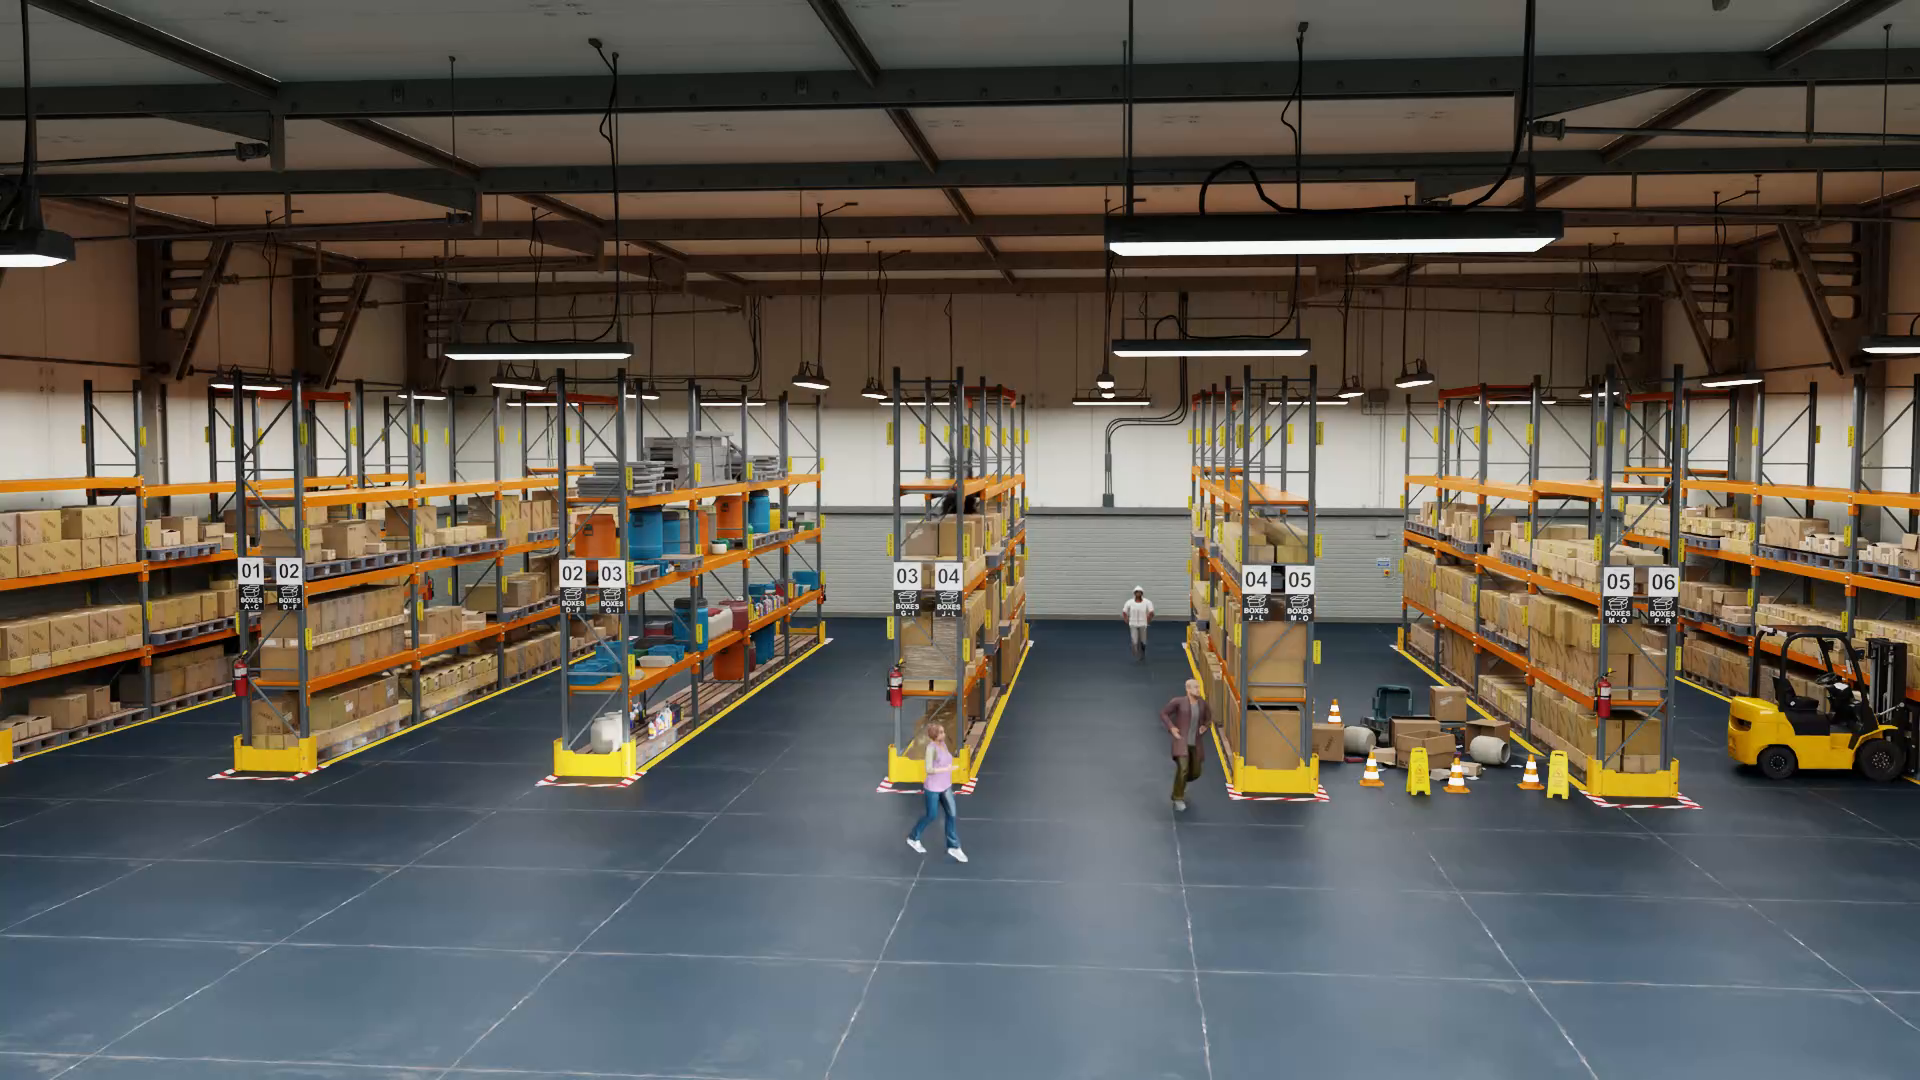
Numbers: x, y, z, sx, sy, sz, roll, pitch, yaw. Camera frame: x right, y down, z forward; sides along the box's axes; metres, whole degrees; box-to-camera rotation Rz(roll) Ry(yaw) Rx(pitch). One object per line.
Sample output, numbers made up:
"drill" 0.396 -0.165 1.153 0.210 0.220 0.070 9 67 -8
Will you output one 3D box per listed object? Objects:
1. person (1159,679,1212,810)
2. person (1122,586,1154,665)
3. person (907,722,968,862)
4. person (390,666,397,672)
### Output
"person" 3.112 2.758 22.700 0.738 1.724 0.806 -1 4 -18
"person" 3.917 1.871 36.572 0.697 1.717 0.609 0 4 6
"person" -0.276 2.965 19.649 0.775 1.617 0.526 2 4 34
"person" -11.861 1.999 34.652 0.564 1.752 0.753 0 4 -5
